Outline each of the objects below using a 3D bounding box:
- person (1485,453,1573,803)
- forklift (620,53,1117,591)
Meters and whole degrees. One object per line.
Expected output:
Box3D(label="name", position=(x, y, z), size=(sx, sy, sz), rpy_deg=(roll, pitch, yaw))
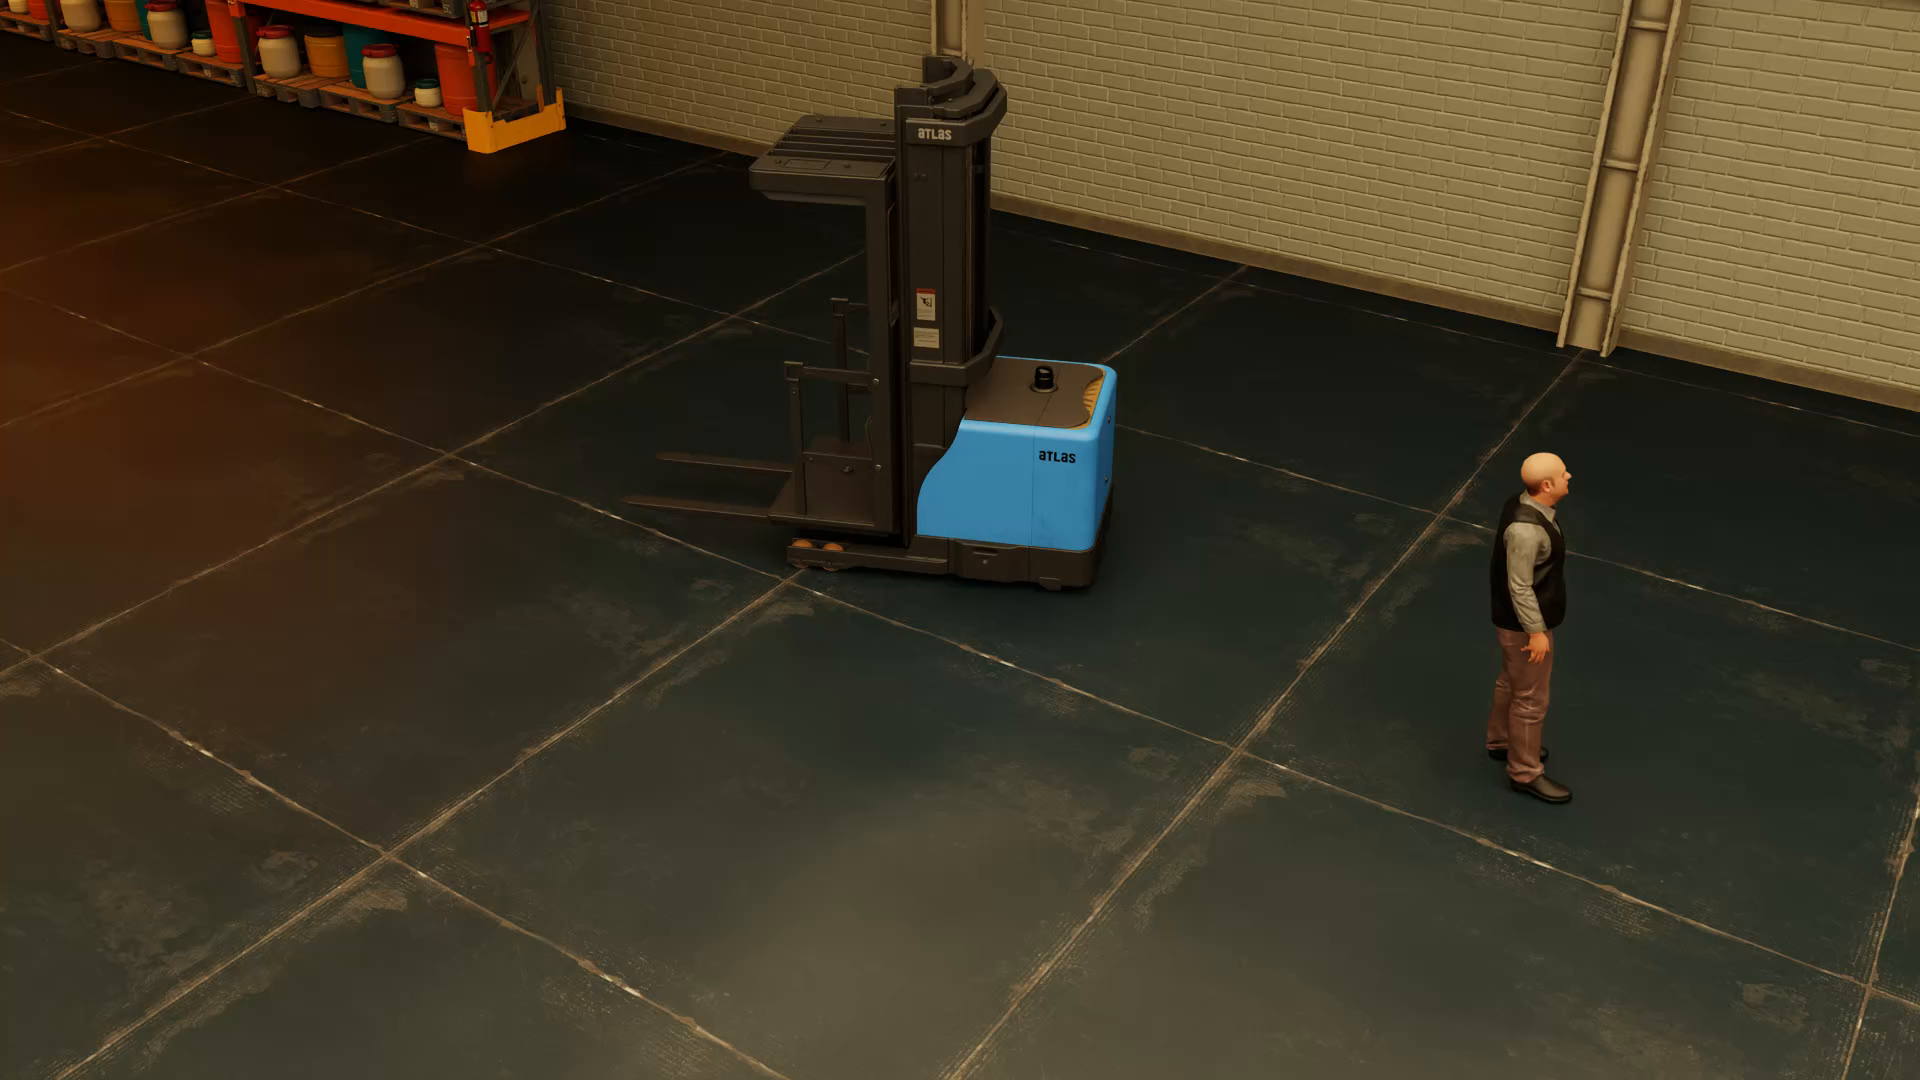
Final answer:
Box3D(label="person", position=(2.837, 0.386, 8.108), size=(0.568, 1.720, 0.631), rpy_deg=(8, 31, 14))
Box3D(label="forklift", position=(-0.596, -1.330, 9.871), size=(3.031, 2.935, 1.130), rpy_deg=(6, 31, 10))
